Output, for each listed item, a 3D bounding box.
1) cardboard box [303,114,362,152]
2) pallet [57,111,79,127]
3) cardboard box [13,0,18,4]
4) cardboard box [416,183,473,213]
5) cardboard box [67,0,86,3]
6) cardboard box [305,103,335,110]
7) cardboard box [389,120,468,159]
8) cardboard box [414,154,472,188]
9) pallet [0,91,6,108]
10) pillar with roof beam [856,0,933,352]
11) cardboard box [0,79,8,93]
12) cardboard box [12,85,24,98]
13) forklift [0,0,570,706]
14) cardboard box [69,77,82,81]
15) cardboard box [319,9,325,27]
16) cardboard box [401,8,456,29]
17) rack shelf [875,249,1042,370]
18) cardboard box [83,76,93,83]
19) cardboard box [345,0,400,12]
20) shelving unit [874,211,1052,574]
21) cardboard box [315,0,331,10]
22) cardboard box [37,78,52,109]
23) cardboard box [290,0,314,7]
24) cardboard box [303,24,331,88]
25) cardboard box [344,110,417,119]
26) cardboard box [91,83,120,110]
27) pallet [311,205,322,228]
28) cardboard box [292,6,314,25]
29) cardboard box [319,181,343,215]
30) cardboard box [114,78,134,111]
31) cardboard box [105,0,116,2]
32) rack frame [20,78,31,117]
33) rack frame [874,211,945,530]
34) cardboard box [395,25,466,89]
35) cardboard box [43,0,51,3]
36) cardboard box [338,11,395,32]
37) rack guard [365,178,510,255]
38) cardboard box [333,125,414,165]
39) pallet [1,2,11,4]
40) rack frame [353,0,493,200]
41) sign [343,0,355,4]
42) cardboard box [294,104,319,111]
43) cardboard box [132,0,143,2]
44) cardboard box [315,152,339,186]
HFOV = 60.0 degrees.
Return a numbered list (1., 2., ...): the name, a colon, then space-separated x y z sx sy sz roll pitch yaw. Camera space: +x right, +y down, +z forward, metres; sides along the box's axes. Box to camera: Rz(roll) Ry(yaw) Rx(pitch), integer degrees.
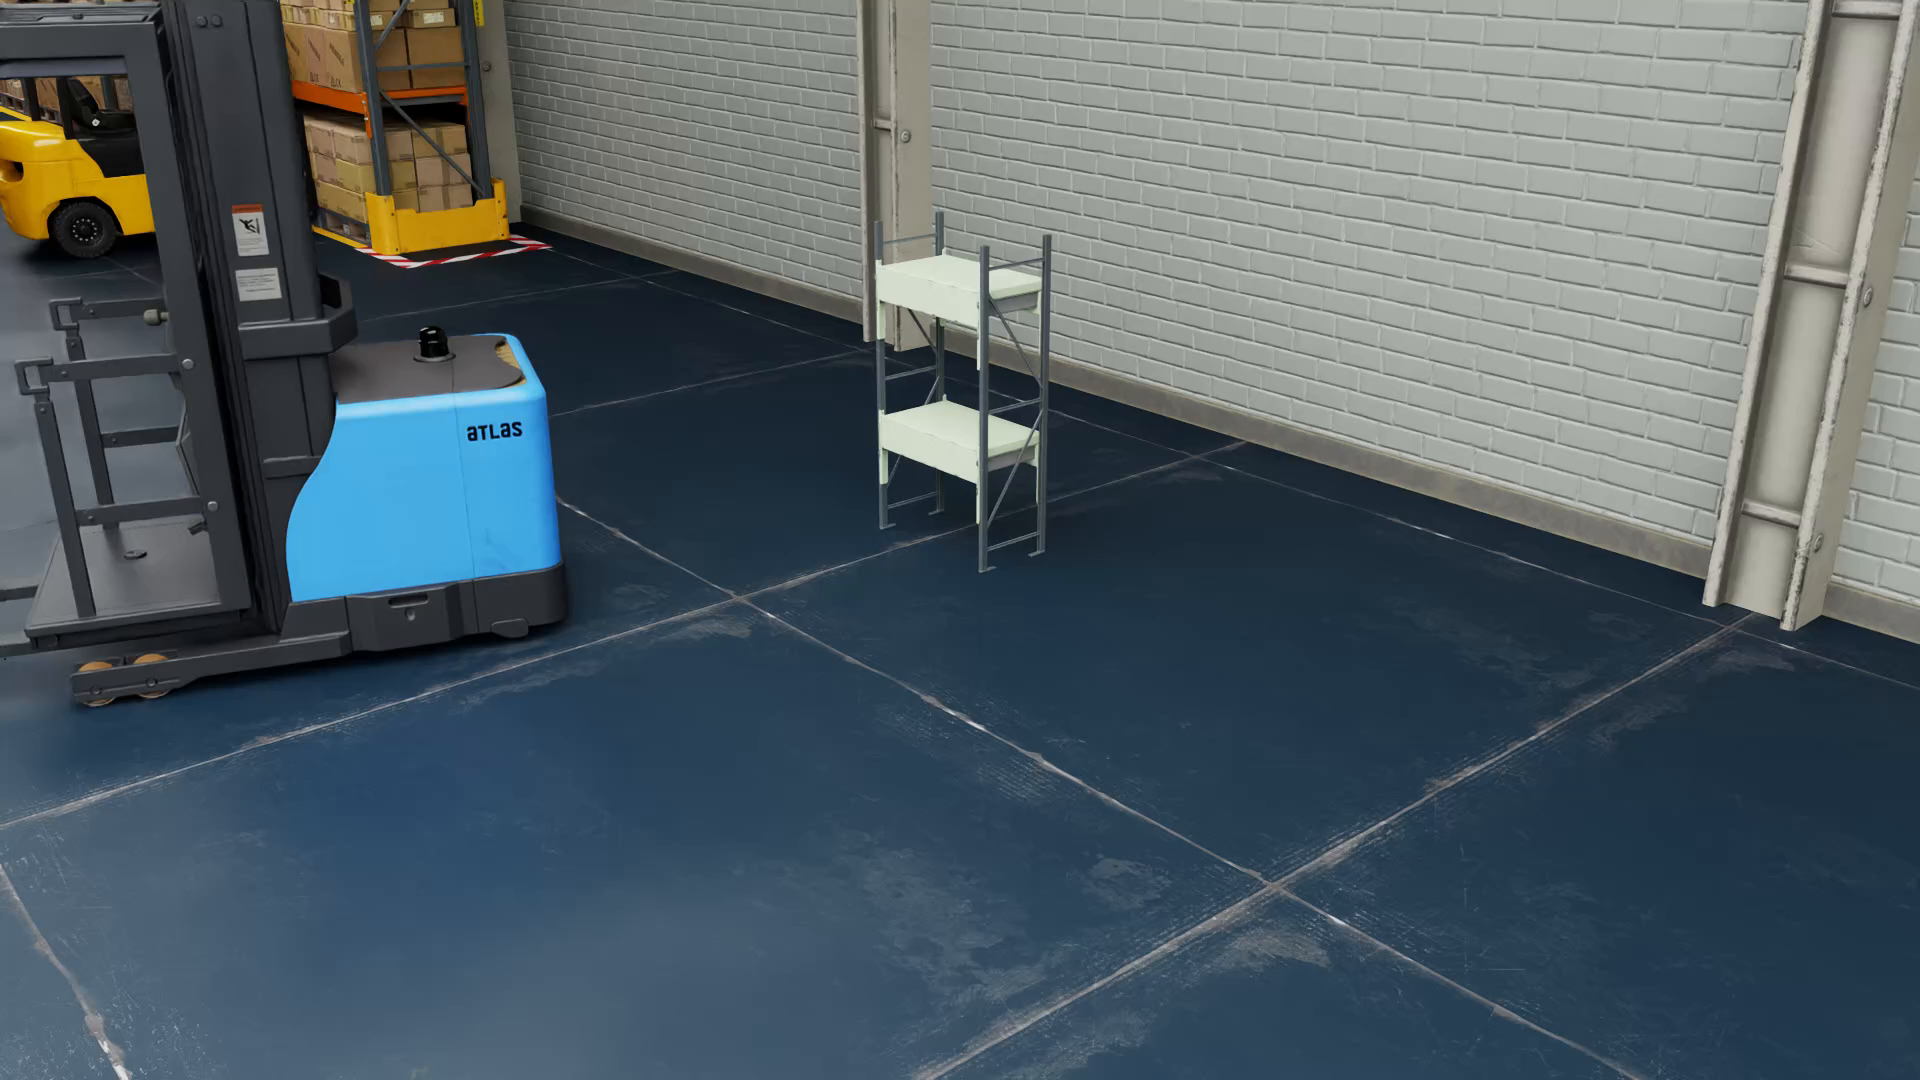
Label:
1. cardboard box: -5.783 -3.721 15.194 0.500 0.250 0.500 -17 27 -37
2. pallet: -11.044 -5.474 21.672 1.003 0.211 1.213 -17 27 -37
3. cardboard box: -11.920 -7.238 21.637 0.700 0.500 0.500 -17 27 -37
4. cardboard box: -4.744 -3.108 15.000 0.500 0.250 0.500 -17 27 -37
5. cardboard box: -10.513 -6.389 19.953 0.380 0.149 0.250 -17 27 -36
6. cardboard box: -6.052 -4.127 16.231 0.500 0.250 0.500 -17 27 -37
7. cardboard box: -4.741 -3.569 14.807 0.500 0.250 0.500 -18 28 -38
8. cardboard box: -4.721 -3.338 14.902 0.500 0.250 0.500 -17 27 -36
9. pallet: -13.652 -6.554 24.429 1.003 0.211 1.213 -17 27 -37
10. pillar with roof beam: -3.688 -4.528 7.206 9.100 9.000 0.400 -17 27 -37
11. cardboard box: -13.482 -6.739 23.928 0.700 0.500 0.500 -19 28 -39
12. cardboard box: -12.990 -6.278 23.233 0.380 0.149 0.250 -18 28 -39
13. forklift: -3.215 -0.947 6.382 3.031 2.935 1.130 -8 23 -19
14. cardboard box: -10.894 -5.603 21.027 0.500 0.500 0.500 -16 27 -35
15. cardboard box: -5.322 -4.538 14.430 0.380 0.149 0.250 -17 27 -36
16. cardboard box: -4.596 -4.514 14.370 0.380 0.149 0.250 -18 28 -39
17. rack shelf: 0.004 -1.060 7.563 0.431 0.370 0.720 -17 27 -37
18. cardboard box: -10.509 -5.698 20.382 0.380 0.149 0.250 -19 28 -40
19. cardboard box: -4.965 -4.546 14.044 0.380 0.149 0.250 -17 27 -37
20. shelving unit: 0.004 -0.697 7.706 0.431 1.500 0.755 -17 27 -37
21. cardboard box: -5.340 -4.673 14.367 0.380 0.149 0.250 -17 27 -36
22. cardboard box: -11.904 -6.025 22.106 0.500 0.500 0.500 -18 28 -38
23. cardboard box: -5.701 -4.805 14.704 0.380 0.149 0.250 -17 27 -36
24. cardboard box: -5.423 -4.276 14.651 0.500 0.500 0.500 -16 27 -36
25. cardboard box: -5.389 -3.847 15.516 0.500 0.250 0.500 -18 27 -38
26. cardboard box: -10.232 -5.318 20.300 0.500 0.500 0.500 -16 27 -36
27. pallet: -5.894 -3.250 15.993 1.003 0.211 1.213 -17 27 -37
28. cardboard box: -5.685 -4.672 14.772 0.380 0.149 0.250 -19 28 -39
29. cardboard box: -5.435 -3.120 15.031 0.500 0.250 0.500 -17 27 -37
30. cardboard box: -9.396 -5.135 19.661 0.875 0.625 0.625 -16 27 -36
31. cardboard box: -9.363 -6.064 18.874 0.500 0.250 0.500 -16 27 -36
32. rack frame: -12.404 -7.326 22.575 1.000 3.000 0.127 -17 27 -37
33. rack frame: -0.235 -0.798 7.964 0.400 1.500 0.023 -17 27 -37
34. cardboard box: -4.684 -4.260 14.610 0.500 0.500 0.500 -16 27 -36
35. cardboard box: -10.999 -6.871 20.697 0.797 0.503 0.637 -18 28 -39
36. cardboard box: -5.010 -4.388 14.048 0.380 0.149 0.250 -17 27 -37
37. rack guard: -4.555 -2.840 14.549 1.175 0.500 0.348 -17 27 -37
38. cardboard box: -5.108 -3.444 14.488 0.500 0.250 0.500 -16 27 -36
39. pallet: -11.965 -6.990 21.980 1.003 0.211 1.213 -17 27 -37
40. rack frame: -4.571 -4.010 14.110 1.000 3.000 0.127 -17 27 -37
41. sign: -4.991 -4.534 13.536 0.100 0.325 0.005 -17 27 -37
42. cardboard box: -6.444 -4.010 15.931 0.500 0.250 0.500 -16 27 -36
43. cardboard box: -8.682 -5.780 18.149 0.500 0.250 0.500 -17 27 -37
44. cardboard box: -5.445 -3.360 14.957 0.500 0.250 0.500 -18 28 -38
